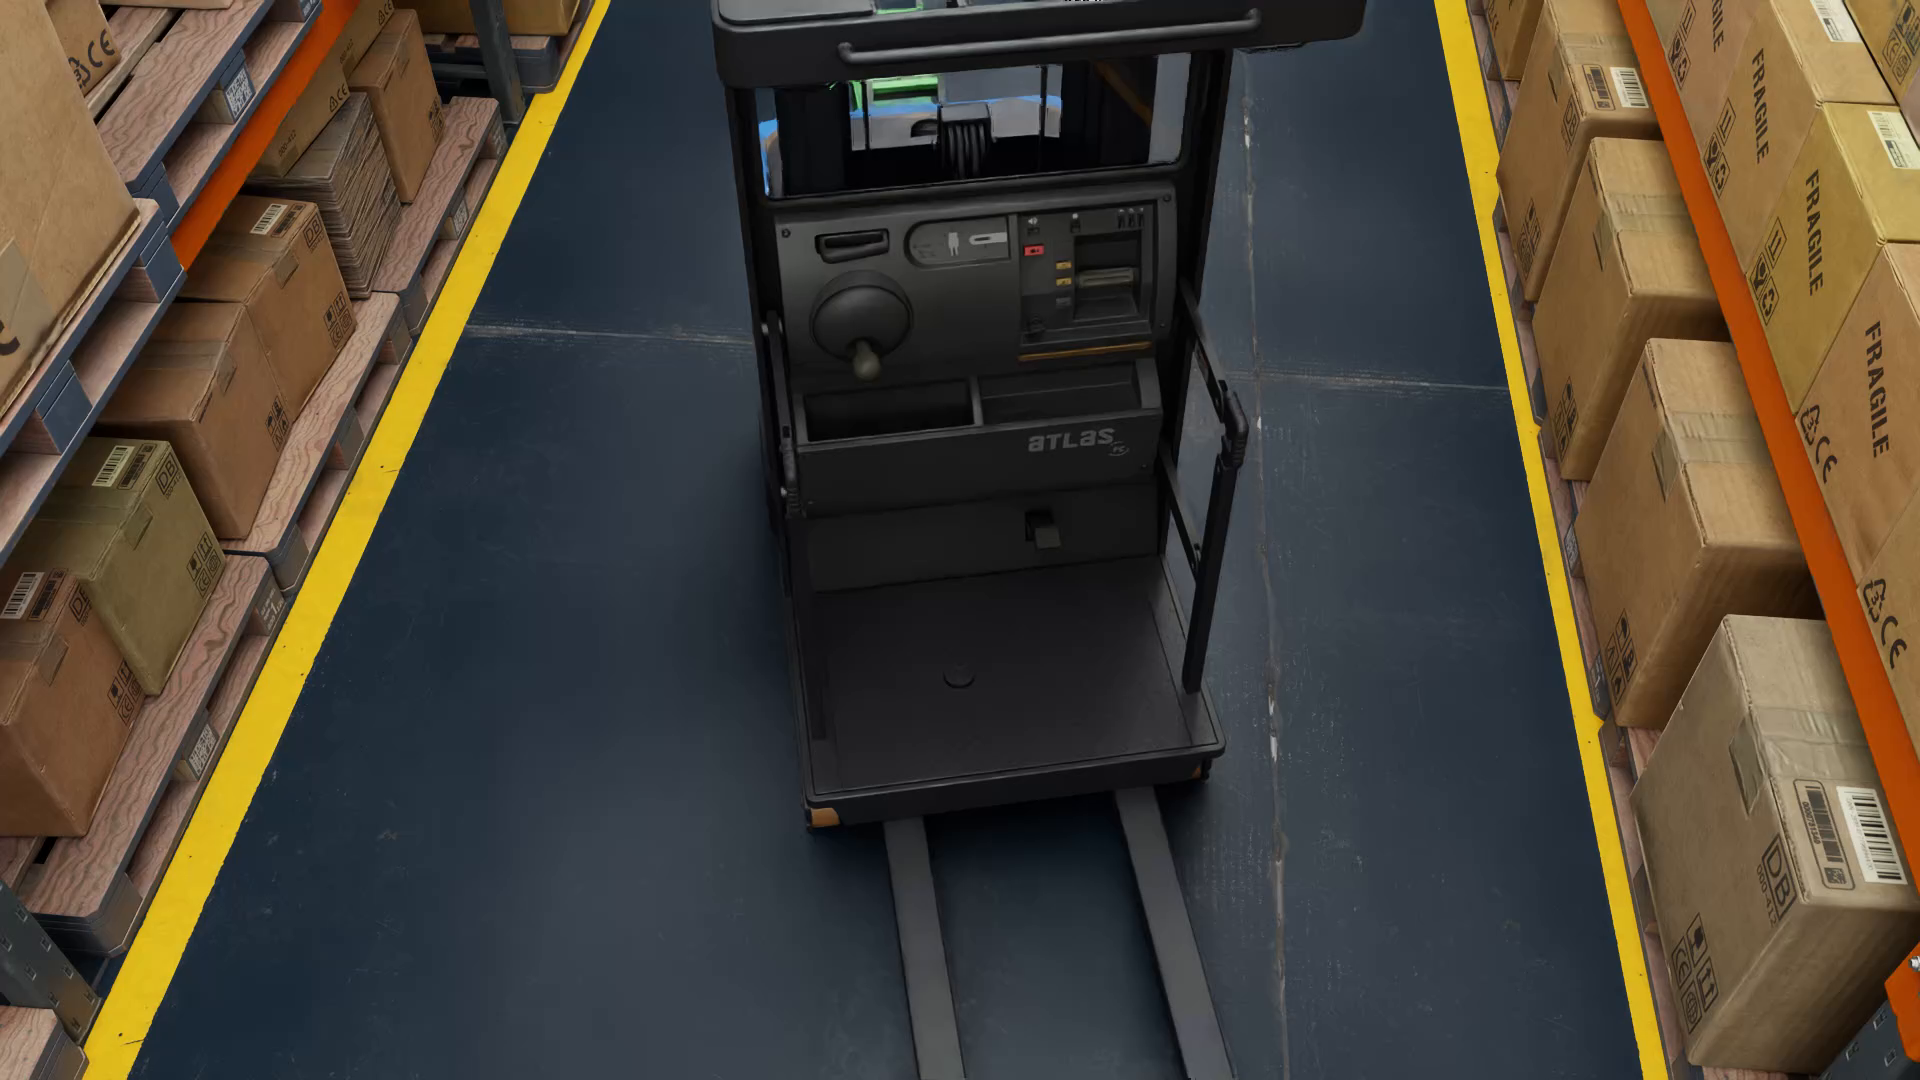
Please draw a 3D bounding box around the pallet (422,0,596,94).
[{"bbox_3d":[-2.148,-2.411,7.313,1.003,0.211,1.213,4,48,4],"label":"pallet"}]

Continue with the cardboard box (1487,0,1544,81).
[{"bbox_3d":[2.435,-2.170,6.611,0.500,0.500,0.500,4,48,3],"label":"cardboard box"}]

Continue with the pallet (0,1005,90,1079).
[{"bbox_3d":[-2.685,1.598,3.645,1.003,0.211,1.213,4,48,4],"label":"pallet"}]

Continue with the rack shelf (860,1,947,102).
[{"bbox_3d":[-0.204,-1.501,5.242,0.258,0.148,0.480,-7,47,-6],"label":"rack shelf"}]

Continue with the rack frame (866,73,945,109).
[{"bbox_3d":[-0.164,-1.041,5.382,0.240,1.200,0.015,-7,47,-6],"label":"rack frame"}]

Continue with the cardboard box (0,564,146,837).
[{"bbox_3d":[-2.582,0.406,4.241,0.700,0.500,0.500,1,48,1],"label":"cardboard box"}]

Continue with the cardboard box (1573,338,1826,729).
[{"bbox_3d":[2.329,0.016,4.443,1.050,0.750,0.750,4,48,4],"label":"cardboard box"}]

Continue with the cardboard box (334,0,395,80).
[{"bbox_3d":[-2.326,-1.842,5.790,0.500,0.250,0.500,6,48,5],"label":"cardboard box"}]

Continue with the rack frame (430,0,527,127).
[{"bbox_3d":[-2.295,-2.778,5.758,1.000,3.000,0.127,4,48,4],"label":"rack frame"}]

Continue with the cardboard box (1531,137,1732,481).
[{"bbox_3d":[2.414,-0.669,5.069,1.050,0.750,0.750,5,48,4],"label":"cardboard box"}]

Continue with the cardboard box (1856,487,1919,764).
[{"bbox_3d":[2.052,0.134,3.027,0.500,0.500,0.500,4,48,3],"label":"cardboard box"}]

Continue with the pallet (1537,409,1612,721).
[{"bbox_3d":[2.375,0.039,5.071,1.003,0.211,1.213,4,48,4],"label":"pallet"}]

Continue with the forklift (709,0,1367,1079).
[{"bbox_3d":[0.081,-0.499,3.720,1.130,2.935,3.031,-6,48,-6],"label":"forklift"}]

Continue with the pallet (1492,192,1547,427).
[{"bbox_3d":[2.488,-0.855,5.889,1.003,0.211,1.213,4,48,4],"label":"pallet"}]

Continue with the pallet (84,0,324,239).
[{"bbox_3d":[-2.434,-1.256,4.496,1.003,0.211,1.213,4,48,4],"label":"pallet"}]

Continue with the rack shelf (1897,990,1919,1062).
[{"bbox_3d":[2.088,2.281,1.618,1.077,0.370,4.000,4,48,4],"label":"rack shelf"}]

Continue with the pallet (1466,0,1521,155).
[{"bbox_3d":[2.708,-2.004,6.939,1.003,0.211,1.213,4,48,4],"label":"pallet"}]

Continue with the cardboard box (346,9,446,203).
[{"bbox_3d":[-2.336,-1.589,6.067,0.700,0.500,0.500,2,48,1],"label":"cardboard box"}]

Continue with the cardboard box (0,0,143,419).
[{"bbox_3d":[-2.448,-0.758,3.219,1.000,1.000,1.000,4,48,4],"label":"cardboard box"}]

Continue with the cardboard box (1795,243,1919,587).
[{"bbox_3d":[2.098,-0.238,3.367,0.500,0.500,0.500,3,48,3],"label":"cardboard box"}]

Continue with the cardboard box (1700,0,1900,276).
[{"bbox_3d":[2.188,-0.982,4.048,0.500,0.500,0.500,3,48,3],"label":"cardboard box"}]

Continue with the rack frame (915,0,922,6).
[{"bbox_3d":[-0.242,-1.393,5.711,0.240,1.200,0.015,-7,47,-6],"label":"rack frame"}]

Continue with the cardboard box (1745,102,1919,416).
[{"bbox_3d":[2.144,-0.609,3.706,0.500,0.500,0.500,4,48,4],"label":"cardboard box"}]

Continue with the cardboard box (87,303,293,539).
[{"bbox_3d":[-2.469,-0.354,4.937,0.700,0.500,0.500,0,48,0],"label":"cardboard box"}]

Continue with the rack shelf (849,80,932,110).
[{"bbox_3d":[-0.204,-1.338,5.418,0.258,0.148,0.480,-7,47,-6],"label":"rack shelf"}]

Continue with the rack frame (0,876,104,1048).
[{"bbox_3d":[-2.659,0.161,3.070,1.000,3.000,0.127,4,48,4],"label":"rack frame"}]

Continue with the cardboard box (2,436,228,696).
[{"bbox_3d":[-2.520,0.057,4.561,0.700,0.500,0.500,4,48,3],"label":"cardboard box"}]

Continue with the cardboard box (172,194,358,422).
[{"bbox_3d":[-2.419,-0.764,5.312,0.700,0.500,0.500,7,48,7],"label":"cardboard box"}]

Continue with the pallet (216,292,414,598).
[{"bbox_3d":[-2.481,-0.369,5.444,1.003,0.211,1.213,4,48,4],"label":"pallet"}]

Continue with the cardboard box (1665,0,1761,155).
[{"bbox_3d":[2.236,-1.348,4.382,0.500,0.500,0.500,4,48,3],"label":"cardboard box"}]

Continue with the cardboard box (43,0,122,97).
[{"bbox_3d":[-2.593,-1.296,4.048,0.797,0.503,0.637,8,48,8],"label":"cardboard box"}]

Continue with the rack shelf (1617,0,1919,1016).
[{"bbox_3d":[2.453,-0.658,4.307,1.077,0.370,4.000,4,48,4],"label":"rack shelf"}]

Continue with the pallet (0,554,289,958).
[{"bbox_3d":[-2.590,0.530,4.622,1.003,0.211,1.213,4,48,4],"label":"pallet"}]

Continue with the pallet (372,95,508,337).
[{"bbox_3d":[-2.368,-1.263,6.262,1.003,0.211,1.213,4,48,4],"label":"pallet"}]

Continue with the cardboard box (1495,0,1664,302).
[{"bbox_3d":[2.490,-1.312,5.657,1.050,0.750,0.750,3,48,3],"label":"cardboard box"}]

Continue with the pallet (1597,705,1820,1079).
[{"bbox_3d":[2.266,0.938,4.249,1.003,0.211,1.213,4,48,4],"label":"pallet"}]

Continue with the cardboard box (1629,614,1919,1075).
[{"bbox_3d":[2.238,0.724,3.795,1.050,0.750,0.750,4,48,3],"label":"cardboard box"}]

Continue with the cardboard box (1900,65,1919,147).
[{"bbox_3d":[2.401,-0.917,3.311,0.700,0.500,0.500,4,48,4],"label":"cardboard box"}]

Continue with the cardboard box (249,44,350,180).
[{"bbox_3d":[-2.364,-1.451,5.432,0.500,0.250,0.500,9,48,8],"label":"cardboard box"}]

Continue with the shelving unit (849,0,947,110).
[{"bbox_3d":[-0.203,-1.217,5.546,0.258,1.200,0.503,-7,47,-6],"label":"shelving unit"}]

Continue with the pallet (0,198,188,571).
[{"bbox_3d":[-2.445,-0.326,3.645,1.003,0.211,1.213,4,48,4],"label":"pallet"}]

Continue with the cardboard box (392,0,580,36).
[{"bbox_3d":[-2.211,-2.709,6.850,1.225,0.875,0.875,2,48,2],"label":"cardboard box"}]

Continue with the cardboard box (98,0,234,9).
[{"bbox_3d":[-2.178,-1.631,4.516,0.396,0.266,0.258,3,48,2],"label":"cardboard box"}]

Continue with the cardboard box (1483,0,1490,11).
[{"bbox_3d":[2.486,-2.551,6.960,0.500,0.500,0.500,6,48,5],"label":"cardboard box"}]

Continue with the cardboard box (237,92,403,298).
[{"bbox_3d":[-2.374,-1.181,5.693,0.700,0.500,0.500,0,48,0],"label":"cardboard box"}]

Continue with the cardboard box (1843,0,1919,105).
[{"bbox_3d":[2.449,-1.288,3.650,0.700,0.500,0.500,3,48,3],"label":"cardboard box"}]

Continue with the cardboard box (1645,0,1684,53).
[{"bbox_3d":[2.282,-1.719,4.721,0.500,0.500,0.500,3,48,3],"label":"cardboard box"}]
